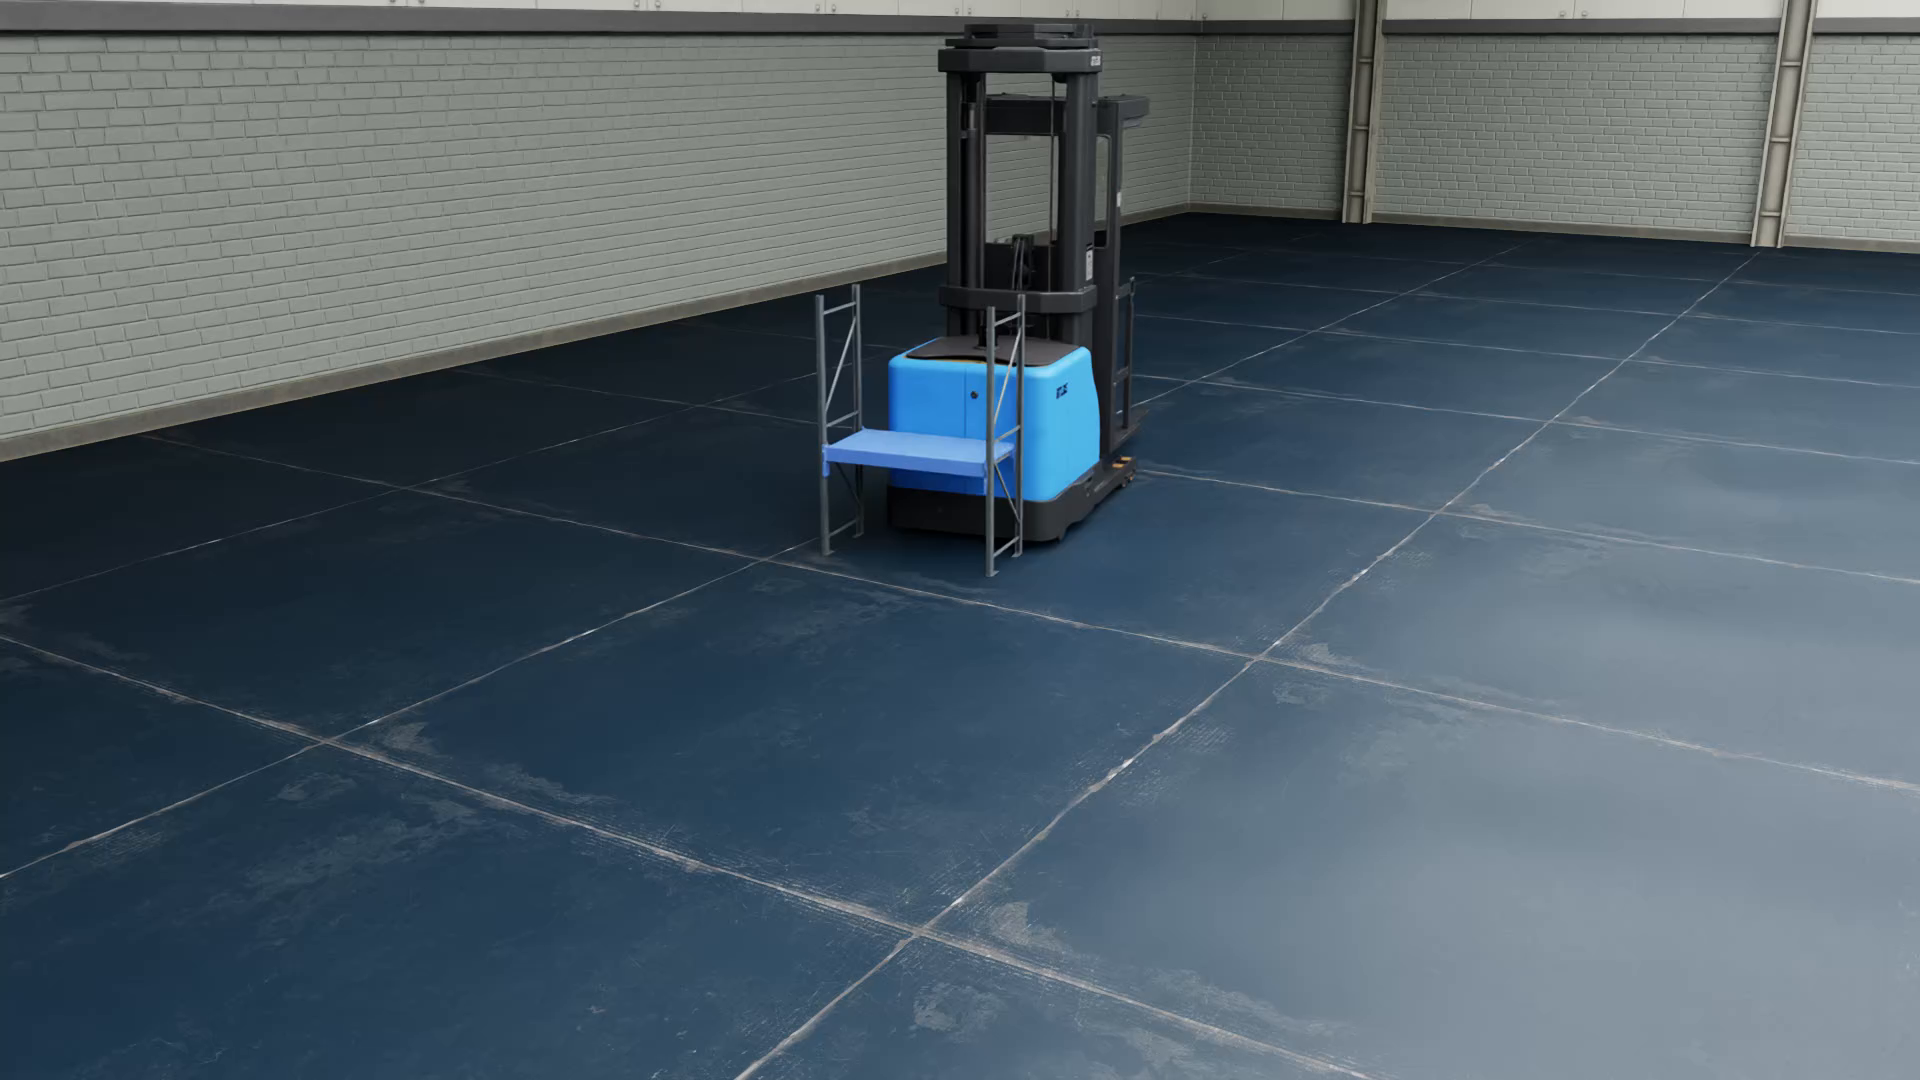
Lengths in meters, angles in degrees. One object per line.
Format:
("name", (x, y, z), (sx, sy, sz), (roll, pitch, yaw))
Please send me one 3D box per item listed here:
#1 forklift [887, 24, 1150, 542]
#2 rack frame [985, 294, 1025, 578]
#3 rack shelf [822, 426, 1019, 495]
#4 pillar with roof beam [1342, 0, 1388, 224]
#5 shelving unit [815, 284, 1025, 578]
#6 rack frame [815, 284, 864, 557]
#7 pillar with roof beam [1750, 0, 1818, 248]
("forklift", (0.554, -1.781, 10.701), (1.130, 2.935, 3.031), (6, 18, 20))
("rack frame", (0.251, -0.575, 9.193), (0.032, 1.500, 0.500), (7, 18, 22))
("rack shelf", (-0.218, -0.460, 9.433), (1.000, 0.185, 0.538), (7, 18, 22))
("pillar with roof beam", (4.106, -8.333, 21.830), (0.400, 9.000, 9.100), (10, 20, 30))
("shelving unit", (-0.218, -0.632, 9.380), (1.048, 1.500, 0.538), (7, 18, 22))
("rack frame", (-0.687, -0.689, 9.568), (0.032, 1.500, 0.500), (7, 18, 22))
("pillar with roof beam", (9.218, -7.420, 18.826), (0.400, 9.000, 9.100), (10, 20, 30))
